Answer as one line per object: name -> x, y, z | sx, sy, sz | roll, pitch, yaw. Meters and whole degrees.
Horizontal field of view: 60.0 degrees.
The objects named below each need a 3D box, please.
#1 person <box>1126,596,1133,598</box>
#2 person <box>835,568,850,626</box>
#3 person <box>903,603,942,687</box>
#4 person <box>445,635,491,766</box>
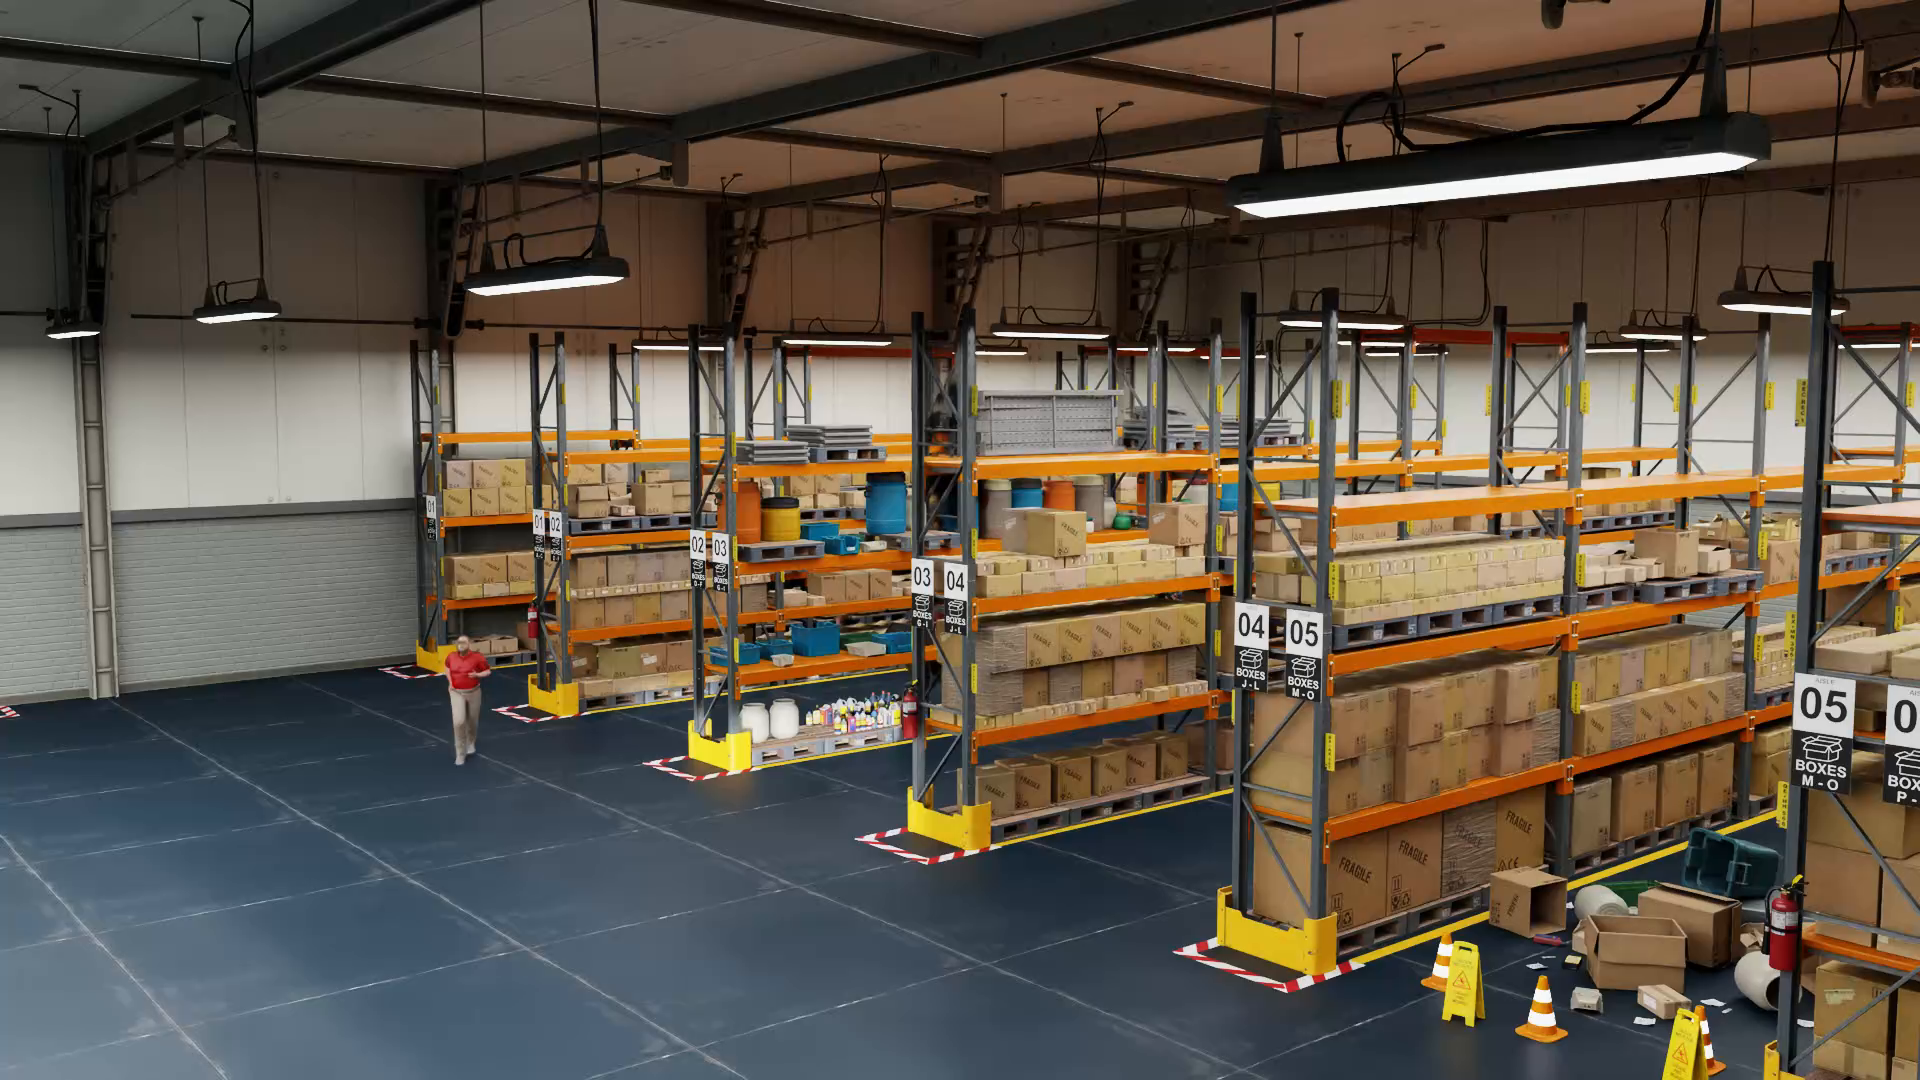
person -> 2.462, 1.731, 24.420 | 0.696, 1.821, 0.924 | 5, 7, 41
person -> -2.281, 1.361, 32.269 | 0.520, 1.624, 0.556 | -4, 7, -38
person -> -0.626, 1.506, 27.049 | 0.755, 1.755, 0.715 | -5, 7, -44
person -> -6.799, 2.197, 22.991 | 0.629, 1.803, 0.811 | -1, 5, -14
